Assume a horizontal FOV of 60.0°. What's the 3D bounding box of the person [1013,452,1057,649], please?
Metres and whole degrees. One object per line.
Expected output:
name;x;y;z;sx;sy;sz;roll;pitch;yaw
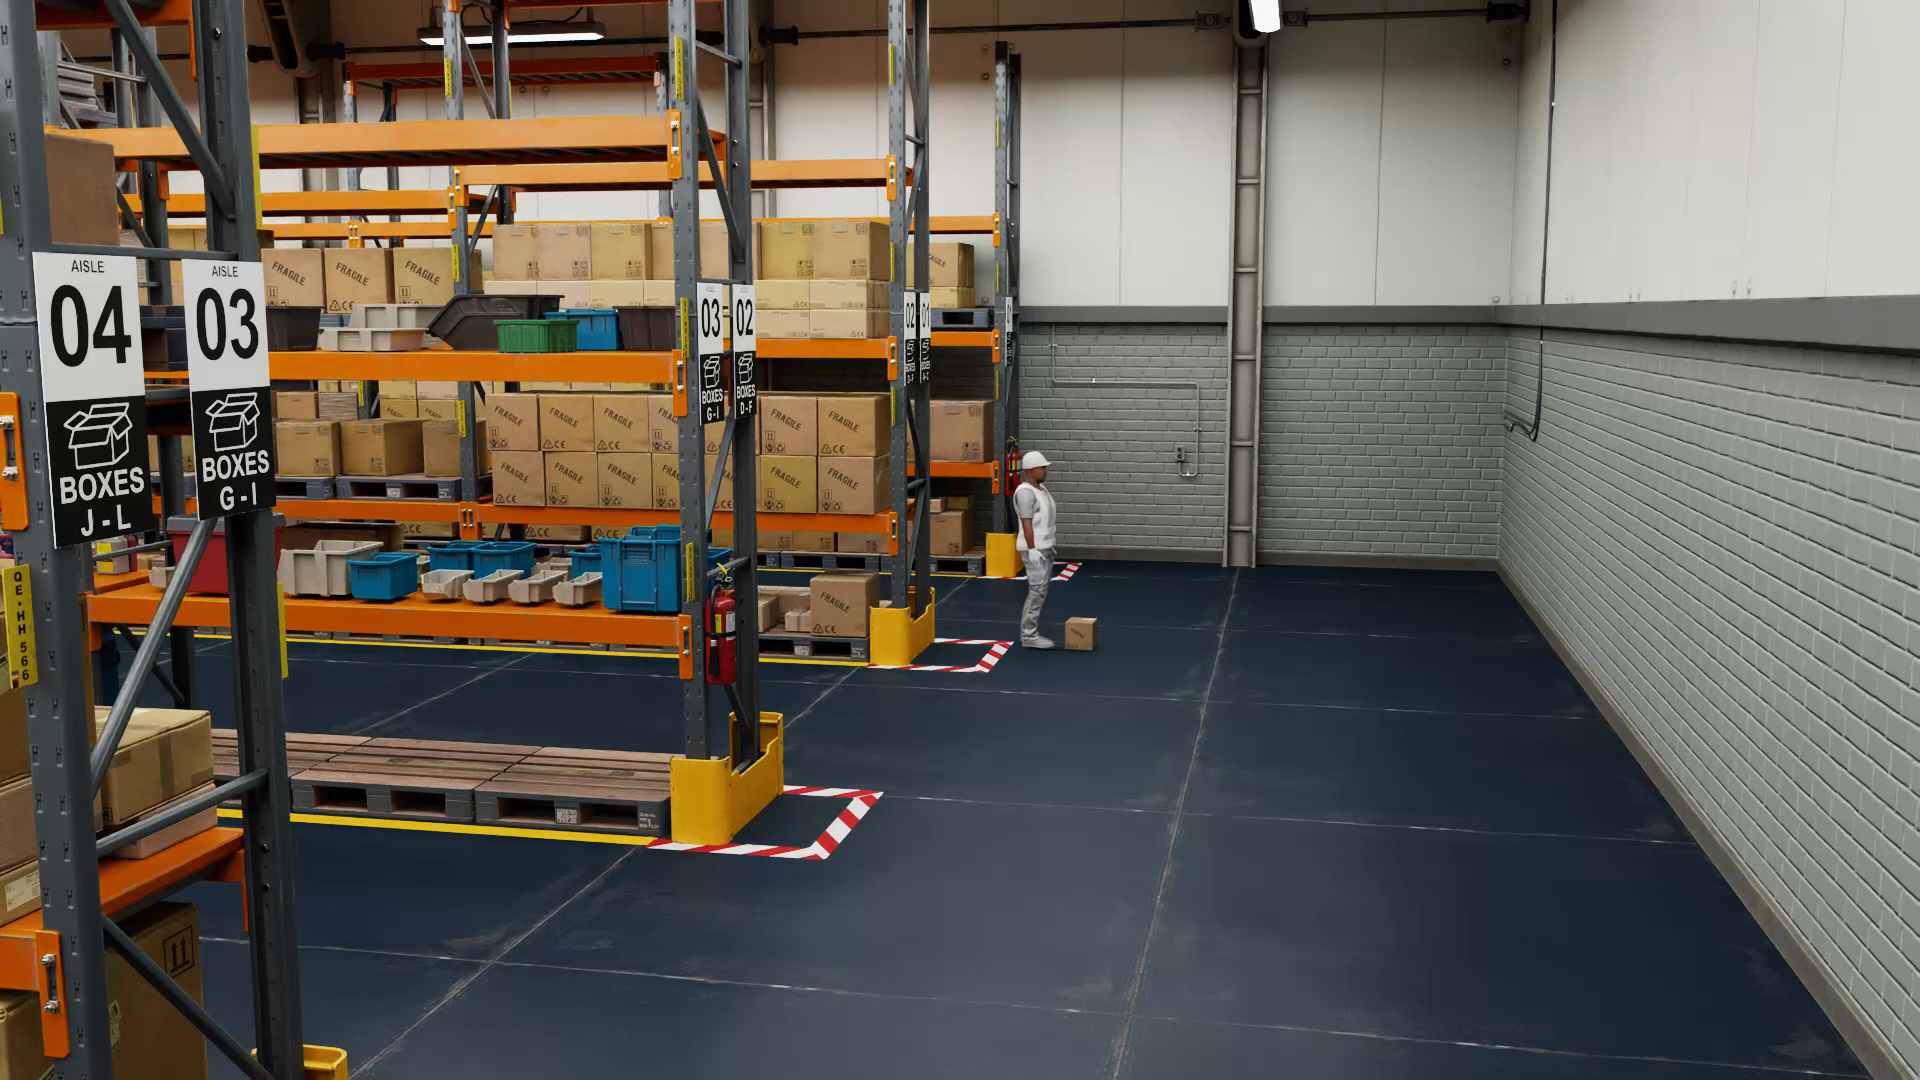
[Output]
person;0.711;0.092;15.164;0.393;1.795;0.549;2;8;17
